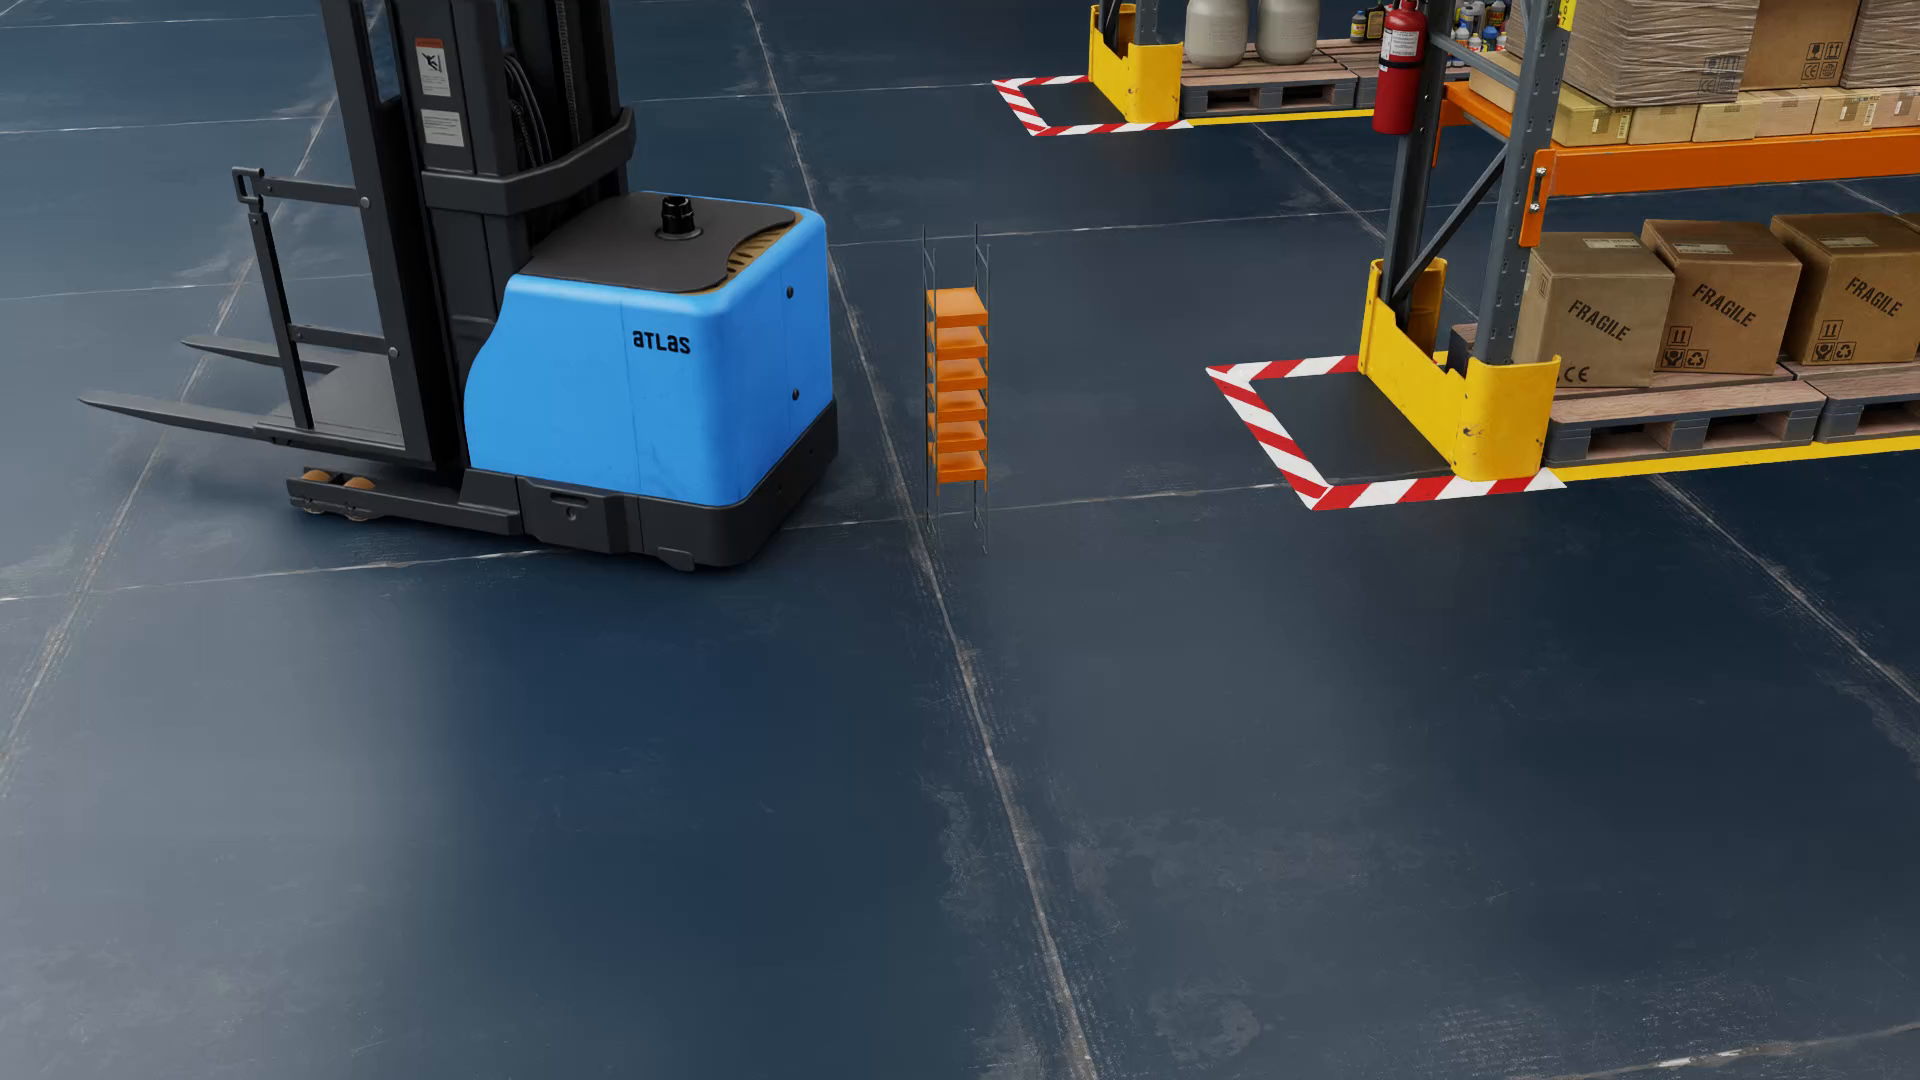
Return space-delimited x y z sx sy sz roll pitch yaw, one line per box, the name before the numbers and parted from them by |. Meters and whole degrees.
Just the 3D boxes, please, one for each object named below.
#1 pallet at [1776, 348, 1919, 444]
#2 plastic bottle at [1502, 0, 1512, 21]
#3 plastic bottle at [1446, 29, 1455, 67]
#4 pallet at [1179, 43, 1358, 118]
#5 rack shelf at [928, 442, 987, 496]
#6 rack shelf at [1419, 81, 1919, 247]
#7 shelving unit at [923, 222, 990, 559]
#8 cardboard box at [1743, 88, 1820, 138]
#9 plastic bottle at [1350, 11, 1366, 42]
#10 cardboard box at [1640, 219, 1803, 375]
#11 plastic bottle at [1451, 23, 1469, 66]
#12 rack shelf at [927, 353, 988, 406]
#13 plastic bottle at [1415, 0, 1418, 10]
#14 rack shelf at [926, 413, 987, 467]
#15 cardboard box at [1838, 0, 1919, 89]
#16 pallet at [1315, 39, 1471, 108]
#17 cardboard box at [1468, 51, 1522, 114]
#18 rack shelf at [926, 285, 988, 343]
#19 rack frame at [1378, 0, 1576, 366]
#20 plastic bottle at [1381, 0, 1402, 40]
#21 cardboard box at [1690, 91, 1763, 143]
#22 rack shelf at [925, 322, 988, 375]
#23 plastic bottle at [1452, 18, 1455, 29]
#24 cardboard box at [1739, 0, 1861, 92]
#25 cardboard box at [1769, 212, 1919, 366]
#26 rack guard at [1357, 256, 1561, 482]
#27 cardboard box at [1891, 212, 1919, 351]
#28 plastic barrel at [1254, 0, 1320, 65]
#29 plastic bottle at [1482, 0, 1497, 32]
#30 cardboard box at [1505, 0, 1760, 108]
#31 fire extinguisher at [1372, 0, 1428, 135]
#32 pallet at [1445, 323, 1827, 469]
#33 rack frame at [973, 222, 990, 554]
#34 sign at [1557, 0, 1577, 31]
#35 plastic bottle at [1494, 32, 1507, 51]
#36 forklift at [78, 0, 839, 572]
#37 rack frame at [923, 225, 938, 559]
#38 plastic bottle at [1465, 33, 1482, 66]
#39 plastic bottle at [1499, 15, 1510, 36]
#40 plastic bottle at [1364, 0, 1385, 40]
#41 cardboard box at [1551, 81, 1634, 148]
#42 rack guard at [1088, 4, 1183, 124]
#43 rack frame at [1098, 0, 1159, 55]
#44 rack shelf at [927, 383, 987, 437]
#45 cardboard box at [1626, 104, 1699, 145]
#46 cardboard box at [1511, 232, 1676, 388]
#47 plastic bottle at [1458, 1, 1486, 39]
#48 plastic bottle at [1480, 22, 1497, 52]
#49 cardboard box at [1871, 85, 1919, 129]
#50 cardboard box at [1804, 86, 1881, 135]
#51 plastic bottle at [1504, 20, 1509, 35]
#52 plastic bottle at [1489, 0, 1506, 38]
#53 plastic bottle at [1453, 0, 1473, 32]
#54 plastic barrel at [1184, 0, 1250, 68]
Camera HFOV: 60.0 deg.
pallet | 4.080 -0.791 7.388 1.213 0.211 1.003 -5 31 -9
plastic bottle | 3.991 -3.819 11.964 0.185 0.351 0.144 -7 31 -11
plastic bottle | 3.287 -3.345 11.237 0.097 0.271 0.097 0 30 0
pallet | 1.977 -3.190 11.466 1.213 0.211 1.003 -5 31 -9
rack shelf | -0.014 -0.271 6.088 0.180 0.103 0.258 -5 31 -9
rack shelf | 3.970 -1.693 6.879 4.000 0.370 1.077 -5 31 -9
shelving unit | -0.014 -0.516 5.944 0.189 1.200 0.258 -5 31 -9
cardboard box | 3.066 -1.681 6.397 0.250 0.149 0.380 -5 31 -9
plastic bottle | 2.838 -3.659 11.841 0.097 0.201 0.097 0 30 0
cardboard box | 3.202 -1.044 7.118 0.500 0.500 0.500 2 31 4
plastic bottle | 3.385 -3.354 11.252 0.097 0.271 0.097 0 30 0
rack shelf | -0.014 -0.581 5.905 0.180 0.103 0.258 -5 31 -9
plastic bottle | 3.227 -3.713 11.859 0.135 0.276 0.152 -6 31 -10
rack shelf | -0.014 -0.374 6.027 0.180 0.103 0.258 -5 31 -9
cardboard box | 3.518 -2.158 6.568 0.500 0.500 0.875 -5 31 -9
pallet | 3.174 -3.299 11.653 1.213 0.211 1.003 -5 31 -9
cardboard box | 2.246 -1.841 6.669 0.250 0.149 0.380 -5 31 -9
rack shelf | -0.014 -0.788 5.784 0.180 0.103 0.258 -5 31 -9
rack frame | 2.002 -1.820 6.386 0.127 3.000 1.000 -5 31 -9
plastic bottle | 3.091 -3.701 11.838 0.135 0.276 0.152 -5 31 -9
cardboard box | 2.824 -1.648 6.341 0.250 0.149 0.380 -5 31 -9
rack shelf | -0.014 -0.684 5.844 0.180 0.103 0.258 -5 31 -9
plastic bottle | 3.454 -3.642 11.812 0.097 0.201 0.097 0 30 0
cardboard box | 3.019 -2.134 6.527 0.500 0.500 0.875 -5 31 -9
cardboard box | 3.821 -1.092 7.199 0.500 0.500 0.500 -3 31 -4
rack guard | 2.077 -0.750 7.032 0.348 0.500 1.175 -5 31 -9
cardboard box | 4.378 -1.120 7.248 0.500 0.500 0.500 -8 31 -13
plastic barrel | 2.237 -3.542 11.355 0.421 0.512 0.421 0 30 0
plastic bottle | 3.821 -3.795 11.991 0.133 0.283 0.061 -4 31 -7
cardboard box | 2.548 -2.028 6.348 0.500 0.500 0.875 -5 31 -9
fire extinguisher | 1.807 -2.006 6.779 0.183 0.674 0.296 -5 31 -9
pallet | 2.883 -0.682 7.201 1.213 0.211 1.003 -5 31 -9
rack frame | 0.076 -0.524 5.958 0.006 1.200 0.240 -5 31 -9
sign | 2.100 -1.923 5.707 0.005 0.325 0.100 -5 31 -9
plastic bottle | 3.685 -3.351 11.317 0.097 0.201 0.097 0 30 0
forklift | -2.065 -1.577 6.041 3.031 2.935 1.130 9 32 15
rack frame | -0.104 -0.508 5.929 0.006 1.200 0.240 -5 31 -9
plastic bottle | 3.483 -3.333 11.285 0.097 0.201 0.097 0 30 0
plastic bottle | 3.777 -3.464 11.428 0.133 0.283 0.061 -5 31 -9
plastic bottle | 2.950 -3.714 11.854 0.133 0.283 0.061 -5 31 -8
cardboard box | 2.326 -1.619 6.292 0.250 0.149 0.380 -5 31 -9
rack guard | 1.177 -3.243 11.271 0.348 0.500 1.175 -5 31 -9
rack frame | 1.110 -4.290 10.586 0.127 3.000 1.000 -5 31 -9
rack shelf | -0.014 -0.478 5.966 0.180 0.103 0.258 -5 31 -9
cardboard box | 2.575 -1.632 6.315 0.250 0.149 0.380 -5 31 -9
cardboard box | 2.620 -0.972 6.996 0.500 0.500 0.500 0 30 0
plastic bottle | 3.624 -3.676 11.795 0.135 0.276 0.152 -5 31 -9
plastic bottle | 3.585 -3.372 11.284 0.097 0.271 0.097 0 30 0
cardboard box | 3.554 -1.737 6.492 0.250 0.149 0.380 -5 31 -9
cardboard box | 3.313 -1.700 6.430 0.250 0.149 0.380 -5 31 -9
plastic bottle | 3.796 -3.408 11.340 0.135 0.276 0.152 -5 31 -8
plastic bottle | 3.853 -3.752 11.930 0.097 0.271 0.097 0 30 0
plastic bottle | 3.572 -3.780 11.898 0.185 0.351 0.144 -6 31 -9
plastic barrel | 1.744 -3.496 11.277 0.421 0.512 0.421 0 30 0
